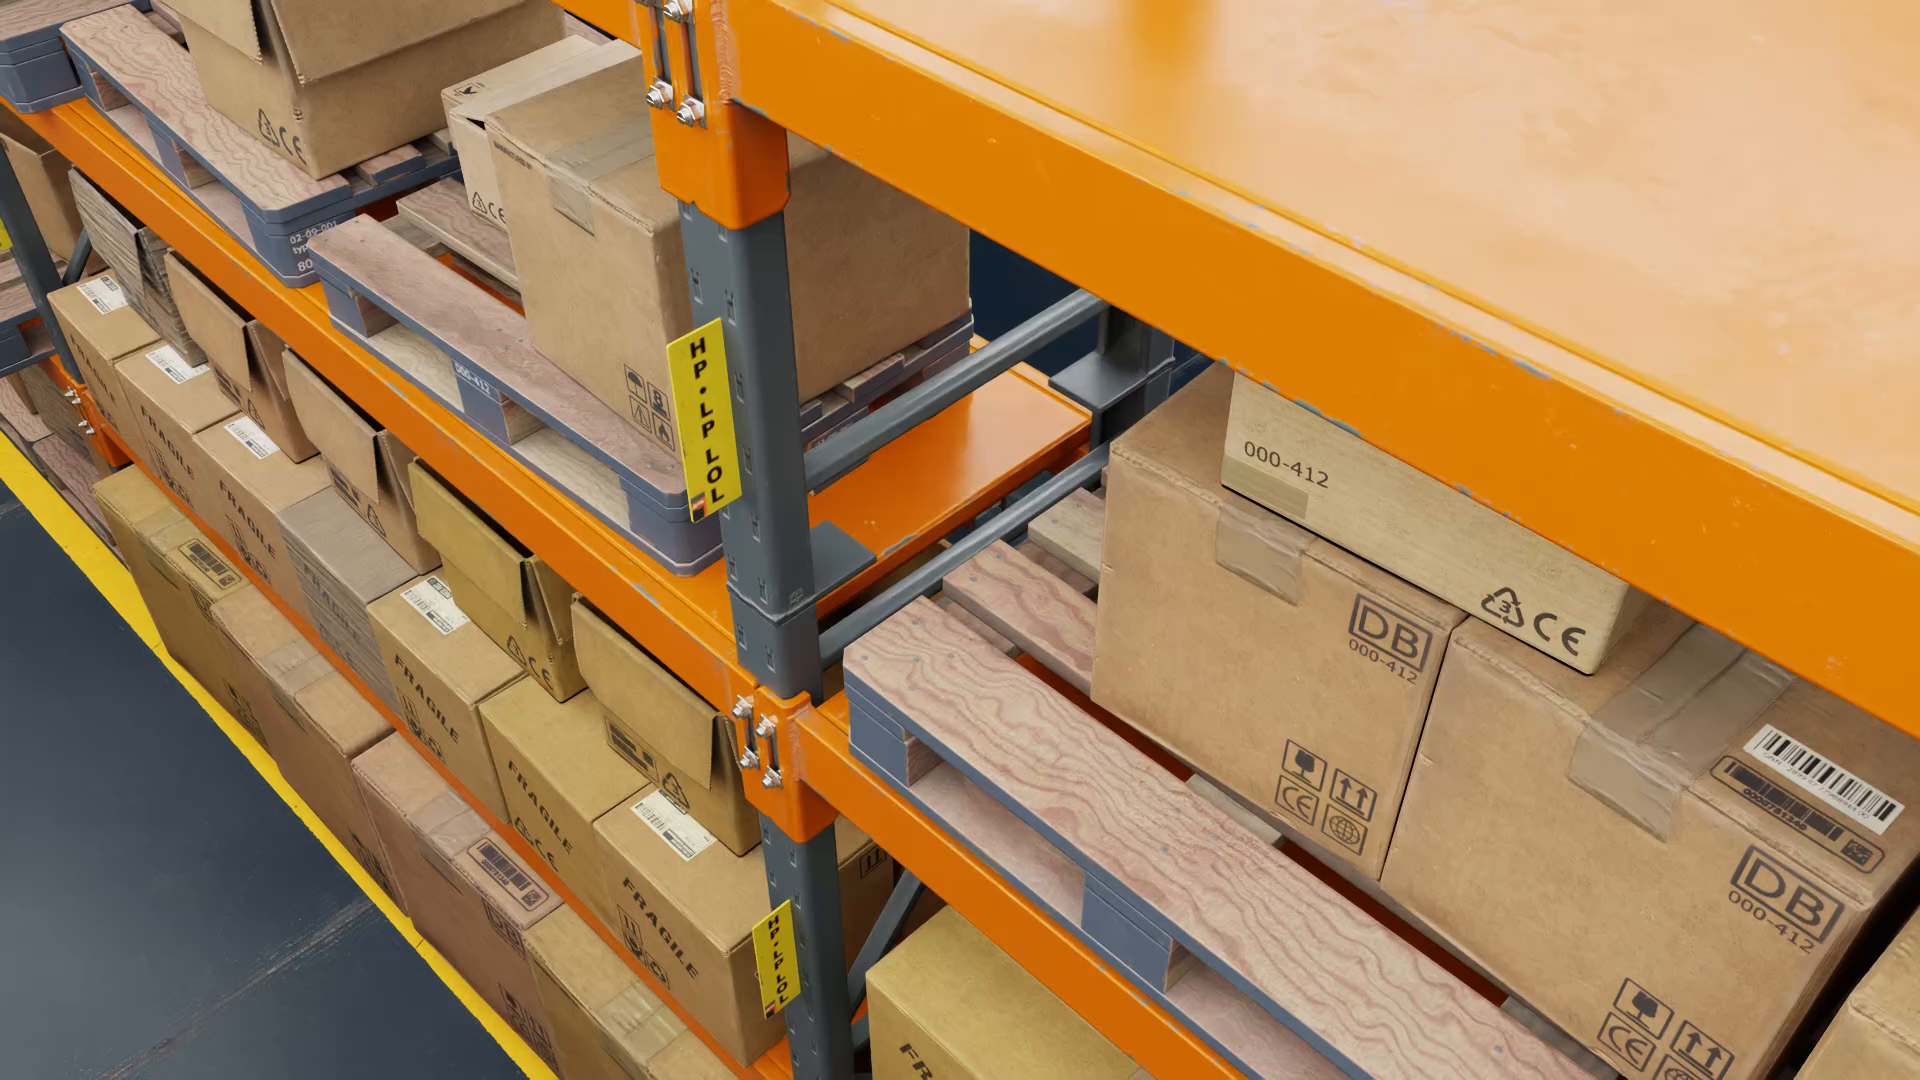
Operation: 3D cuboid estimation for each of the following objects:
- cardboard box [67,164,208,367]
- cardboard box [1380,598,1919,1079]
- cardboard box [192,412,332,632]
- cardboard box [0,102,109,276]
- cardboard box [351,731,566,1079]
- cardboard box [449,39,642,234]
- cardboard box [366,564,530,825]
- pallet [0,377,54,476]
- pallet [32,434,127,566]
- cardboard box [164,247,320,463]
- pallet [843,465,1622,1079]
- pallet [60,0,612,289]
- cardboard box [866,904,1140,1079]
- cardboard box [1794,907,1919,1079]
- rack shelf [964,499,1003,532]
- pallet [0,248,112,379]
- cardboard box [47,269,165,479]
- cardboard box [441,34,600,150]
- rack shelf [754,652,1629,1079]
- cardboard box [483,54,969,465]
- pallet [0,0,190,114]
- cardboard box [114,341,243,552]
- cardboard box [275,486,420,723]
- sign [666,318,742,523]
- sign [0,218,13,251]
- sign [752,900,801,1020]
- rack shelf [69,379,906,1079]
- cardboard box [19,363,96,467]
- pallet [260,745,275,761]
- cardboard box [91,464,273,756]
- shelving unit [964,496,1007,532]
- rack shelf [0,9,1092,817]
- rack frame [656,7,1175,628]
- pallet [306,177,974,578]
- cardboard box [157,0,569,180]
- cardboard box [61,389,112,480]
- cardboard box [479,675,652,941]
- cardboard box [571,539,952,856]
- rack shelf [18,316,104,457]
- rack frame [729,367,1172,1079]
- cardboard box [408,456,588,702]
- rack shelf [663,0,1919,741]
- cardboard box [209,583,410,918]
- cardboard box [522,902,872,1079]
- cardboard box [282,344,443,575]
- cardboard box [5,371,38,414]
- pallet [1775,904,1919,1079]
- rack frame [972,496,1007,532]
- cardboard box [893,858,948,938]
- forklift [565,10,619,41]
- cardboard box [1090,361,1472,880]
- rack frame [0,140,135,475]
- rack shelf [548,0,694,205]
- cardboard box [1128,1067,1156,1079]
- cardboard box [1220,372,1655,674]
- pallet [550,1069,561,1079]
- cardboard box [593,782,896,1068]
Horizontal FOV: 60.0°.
[{"bbox_3d":[-2.306,-0.994,5.303,0.797,0.503,0.637,-32,52,-30],"label":"cardboard box"},{"bbox_3d":[0.986,0.253,2.099,0.700,0.500,0.500,-31,51,-29],"label":"cardboard box"},{"bbox_3d":[-1.930,-0.129,5.106,0.500,0.500,0.500,33,52,31],"label":"cardboard box"},{"bbox_3d":[-3.221,-1.379,6.149,0.500,0.500,0.500,28,50,27],"label":"cardboard box"},{"bbox_3d":[-1.084,0.873,5.351,0.875,0.875,1.225,32,52,30],"label":"cardboard box"},{"bbox_3d":[-0.697,-0.819,3.473,0.500,0.311,0.500,32,52,30],"label":"cardboard box"},{"bbox_3d":[-1.228,0.355,4.582,0.500,0.500,0.500,34,52,31],"label":"cardboard box"},{"bbox_3d":[-4.219,-0.886,8.053,1.003,0.211,1.213,-34,53,-31],"label":"pallet"},{"bbox_3d":[-3.362,-0.300,7.419,1.003,0.211,1.213,-34,53,-31],"label":"pallet"},{"bbox_3d":[-1.848,-0.680,4.962,0.797,0.503,0.637,-33,52,-30],"label":"cardboard box"},{"bbox_3d":[0.584,0.303,2.567,1.003,0.211,1.213,-34,53,-31],"label":"pallet"},{"bbox_3d":[-1.527,-1.160,4.224,1.003,0.211,1.213,-32,51,-30],"label":"pallet"},{"bbox_3d":[0.171,0.997,3.299,0.500,0.500,0.500,-34,53,-31],"label":"cardboard box"},{"bbox_3d":[1.254,0.572,1.754,0.700,0.500,0.500,-32,51,-30],"label":"cardboard box"},{"bbox_3d":[0.038,-0.148,7.062,0.215,0.259,0.240,-34,53,-31],"label":"rack shelf"},{"bbox_3d":[-3.390,-1.169,6.446,1.213,0.211,1.003,-34,53,-31],"label":"pallet"},{"bbox_3d":[-2.661,-0.621,5.638,0.500,0.500,0.500,-33,52,-30],"label":"cardboard box"},{"bbox_3d":[-0.932,-0.977,3.762,0.250,0.149,0.380,32,52,30],"label":"cardboard box"},{"bbox_3d":[1.426,1.098,2.172,1.077,0.370,4.000,-34,53,-31],"label":"rack shelf"},{"bbox_3d":[-0.403,-0.592,3.088,0.700,0.500,0.500,-33,52,-30],"label":"cardboard box"},{"bbox_3d":[-2.319,-1.696,4.804,1.213,0.211,1.003,-32,51,-30],"label":"pallet"},{"bbox_3d":[-2.295,-0.374,5.371,0.500,0.500,0.500,33,52,30],"label":"cardboard box"},{"bbox_3d":[-1.579,0.112,4.845,0.500,0.500,0.500,-34,52,-31],"label":"cardboard box"},{"bbox_3d":[-0.364,-0.168,2.399,0.100,0.325,0.005,-34,53,-31],"label":"sign"},{"bbox_3d":[-3.189,-1.079,5.413,0.100,0.325,0.005,-34,53,-31],"label":"sign"},{"bbox_3d":[-0.364,0.843,3.333,0.100,0.325,0.005,-34,53,-31],"label":"sign"},{"bbox_3d":[-1.399,0.277,5.270,1.077,0.370,4.000,-34,53,-31],"label":"rack shelf"},{"bbox_3d":[-3.699,-0.764,7.385,0.500,0.500,0.700,30,50,28],"label":"cardboard box"},{"bbox_3d":[-2.308,0.491,6.563,1.003,0.211,1.213,-34,53,-31],"label":"pallet"},{"bbox_3d":[-2.339,0.020,6.275,0.875,0.875,1.225,32,51,30],"label":"cardboard box"},{"bbox_3d":[0.038,-0.360,6.866,0.215,1.050,0.252,-34,53,-31],"label":"shelving unit"},{"bbox_3d":[-1.399,-0.824,4.252,1.077,0.370,4.000,-34,53,-31],"label":"rack shelf"},{"bbox_3d":[0.014,-1.229,1.950,1.000,3.000,0.127,-34,53,-31],"label":"rack frame"},{"bbox_3d":[-0.669,-0.474,3.484,1.217,0.209,0.805,32,52,30],"label":"pallet"},{"bbox_3d":[-1.353,-1.270,3.819,0.637,0.503,0.797,34,52,31],"label":"cardboard box"},{"bbox_3d":[-3.298,-0.504,7.103,0.500,0.500,0.700,31,51,29],"label":"cardboard box"},{"bbox_3d":[-0.855,0.602,4.314,0.500,0.500,0.500,-32,52,-30],"label":"cardboard box"},{"bbox_3d":[-0.443,0.266,3.939,0.637,0.503,0.797,33,52,30],"label":"cardboard box"},{"bbox_3d":[-4.224,-1.645,7.350,1.077,0.370,4.000,-34,53,-31],"label":"rack shelf"},{"bbox_3d":[0.014,0.974,3.986,1.000,3.000,0.127,-34,53,-31],"label":"rack frame"},{"bbox_3d":[-0.920,-0.069,4.302,0.797,0.503,0.637,-33,52,-31],"label":"cardboard box"},{"bbox_3d":[1.426,0.143,1.290,1.077,0.370,4.000,-34,53,-31],"label":"rack shelf"},{"bbox_3d":[-1.714,0.452,5.807,1.225,0.875,0.875,-34,52,-31],"label":"cardboard box"},{"bbox_3d":[-0.452,1.302,4.887,1.225,0.875,0.875,-34,52,-31],"label":"cardboard box"},{"bbox_3d":[-1.370,-0.360,4.617,0.797,0.503,0.637,-32,52,-30],"label":"cardboard box"},{"bbox_3d":[-4.104,-1.033,7.676,0.700,0.500,0.500,-30,50,-28],"label":"cardboard box"},{"bbox_3d":[1.441,0.889,1.933,1.003,0.211,1.213,-34,53,-31],"label":"pallet"},{"bbox_3d":[0.124,-0.301,6.802,0.200,1.050,0.008,-34,53,-31],"label":"rack frame"},{"bbox_3d":[-0.134,0.597,4.321,0.500,0.500,0.500,-34,52,-31],"label":"cardboard box"},{"bbox_3d":[-1.361,-2.352,7.636,1.130,2.935,3.031,-26,49,-25],"label":"forklift"},{"bbox_3d":[0.609,-0.008,2.381,0.500,0.500,0.700,31,51,29],"label":"cardboard box"},{"bbox_3d":[-2.811,-0.948,6.066,1.000,3.000,0.127,-34,53,-31],"label":"rack frame"},{"bbox_3d":[-1.399,-1.779,3.370,1.077,0.370,4.000,-34,53,-31],"label":"rack shelf"},{"bbox_3d":[0.513,1.238,3.039,0.500,0.500,0.500,-34,53,-31],"label":"cardboard box"},{"bbox_3d":[0.673,-0.176,2.010,0.500,0.250,0.500,31,51,29],"label":"cardboard box"},{"bbox_3d":[-0.585,1.664,5.294,1.003,0.211,1.213,-34,53,-31],"label":"pallet"},{"bbox_3d":[-0.510,0.844,4.053,0.500,0.500,0.500,-34,52,-31],"label":"cardboard box"}]
